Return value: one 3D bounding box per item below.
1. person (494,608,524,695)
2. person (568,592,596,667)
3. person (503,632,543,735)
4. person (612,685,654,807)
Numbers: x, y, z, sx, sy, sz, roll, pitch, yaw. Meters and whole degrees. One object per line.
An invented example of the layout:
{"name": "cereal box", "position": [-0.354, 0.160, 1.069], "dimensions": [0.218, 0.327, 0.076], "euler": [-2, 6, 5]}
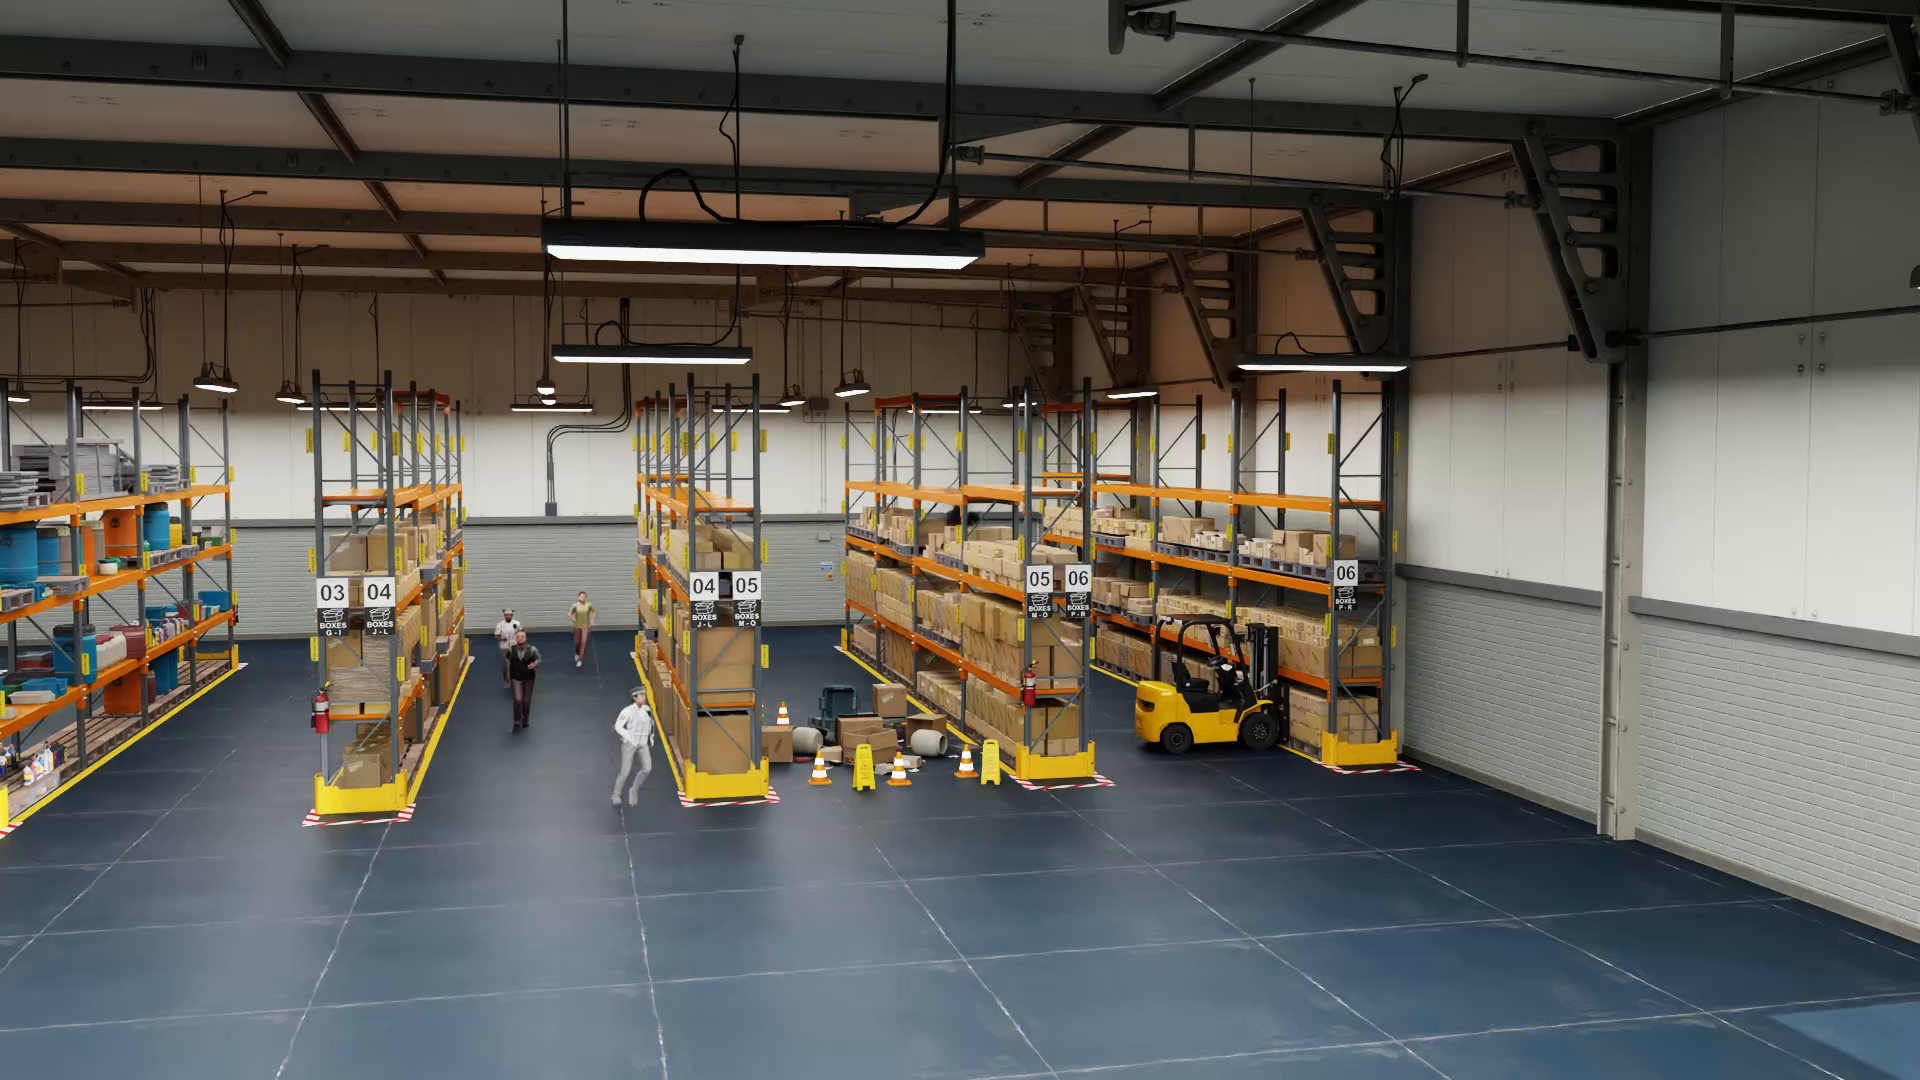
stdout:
{"name": "person", "position": [-9.099, 2.225, 33.574], "dimensions": [0.591, 1.755, 0.780], "euler": [-1, 3, -14]}
{"name": "person", "position": [-8.542, 1.997, 37.587], "dimensions": [0.613, 1.654, 0.977], "euler": [-1, 3, -10]}
{"name": "person", "position": [-7.601, 2.471, 28.965], "dimensions": [0.651, 1.777, 0.788], "euler": [-1, 3, -18]}
{"name": "person", "position": [-4.477, 2.845, 23.080], "dimensions": [0.673, 1.659, 0.612], "euler": [-3, 4, -39]}
